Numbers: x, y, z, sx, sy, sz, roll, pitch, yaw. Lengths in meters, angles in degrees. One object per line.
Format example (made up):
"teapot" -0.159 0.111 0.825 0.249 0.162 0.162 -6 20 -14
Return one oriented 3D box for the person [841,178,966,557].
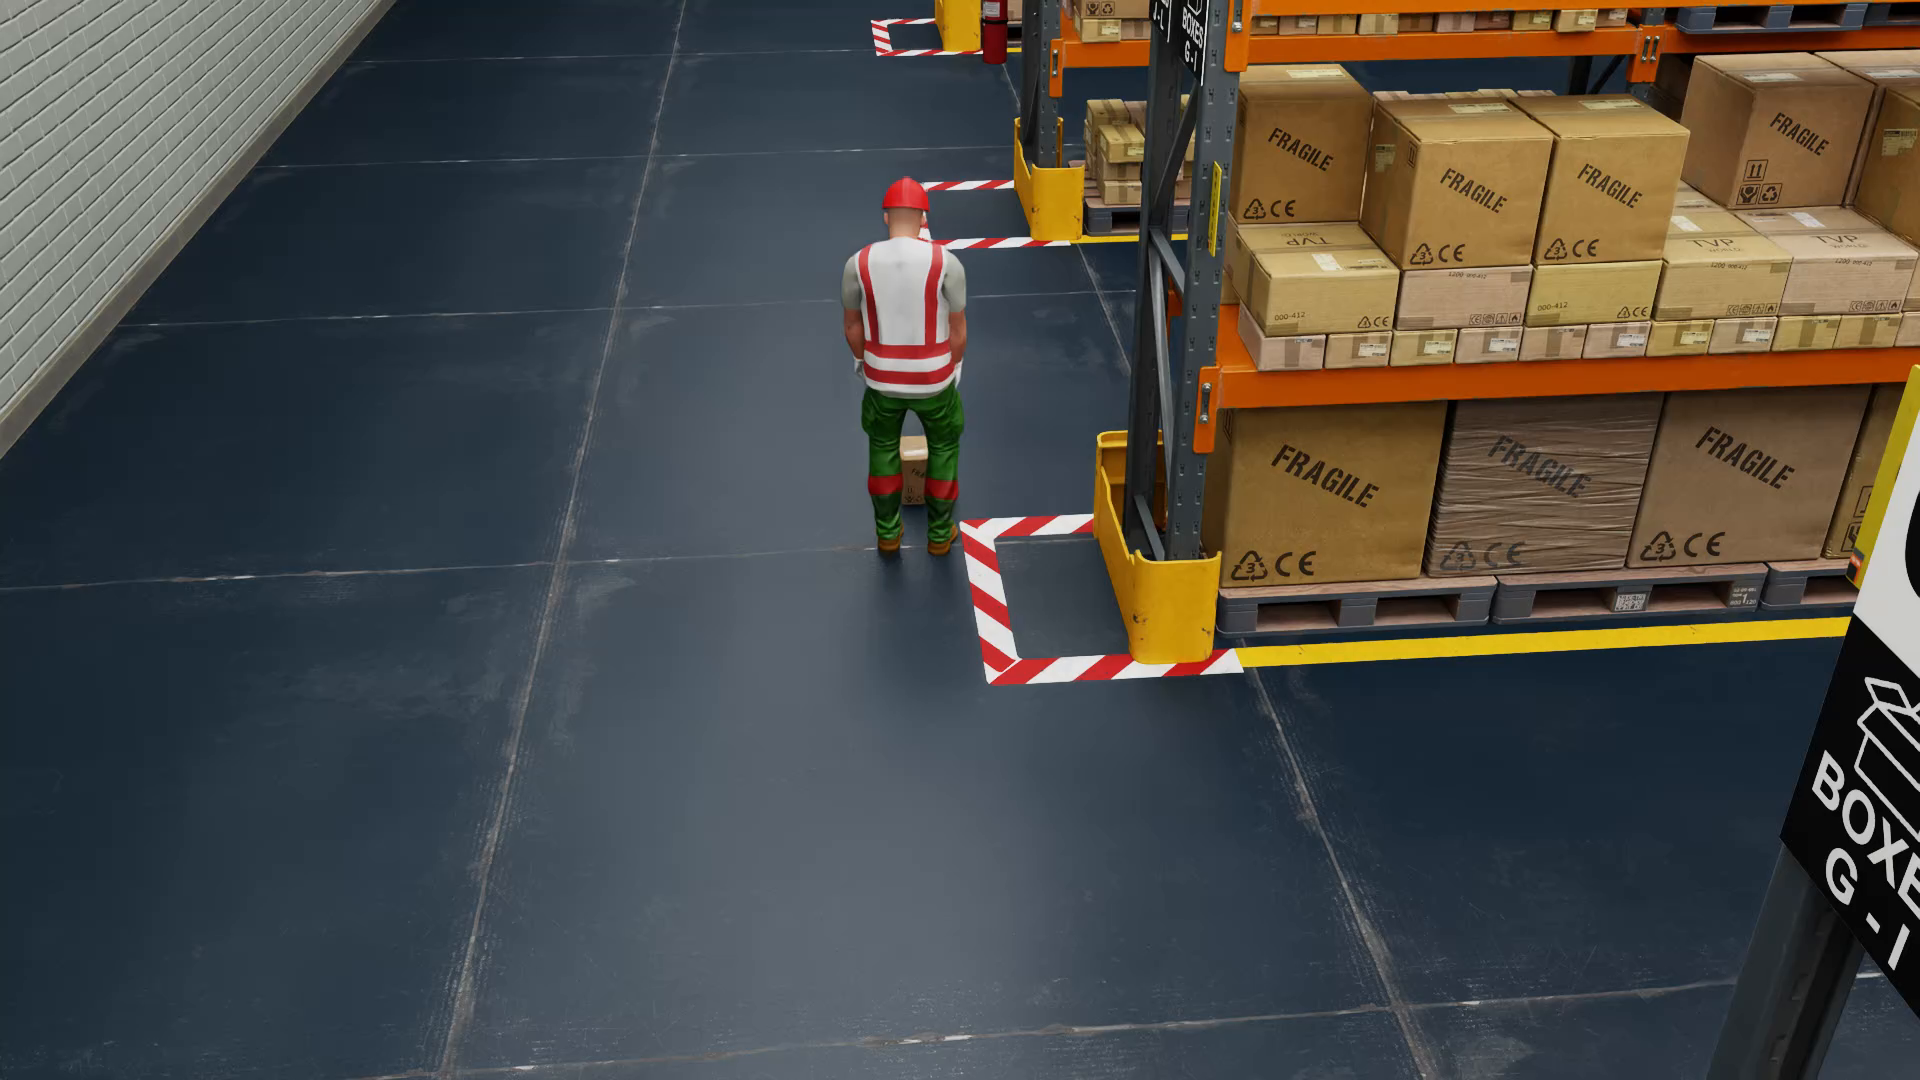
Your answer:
"person" -0.241 -0.747 7.426 0.547 1.724 0.477 4 31 7
